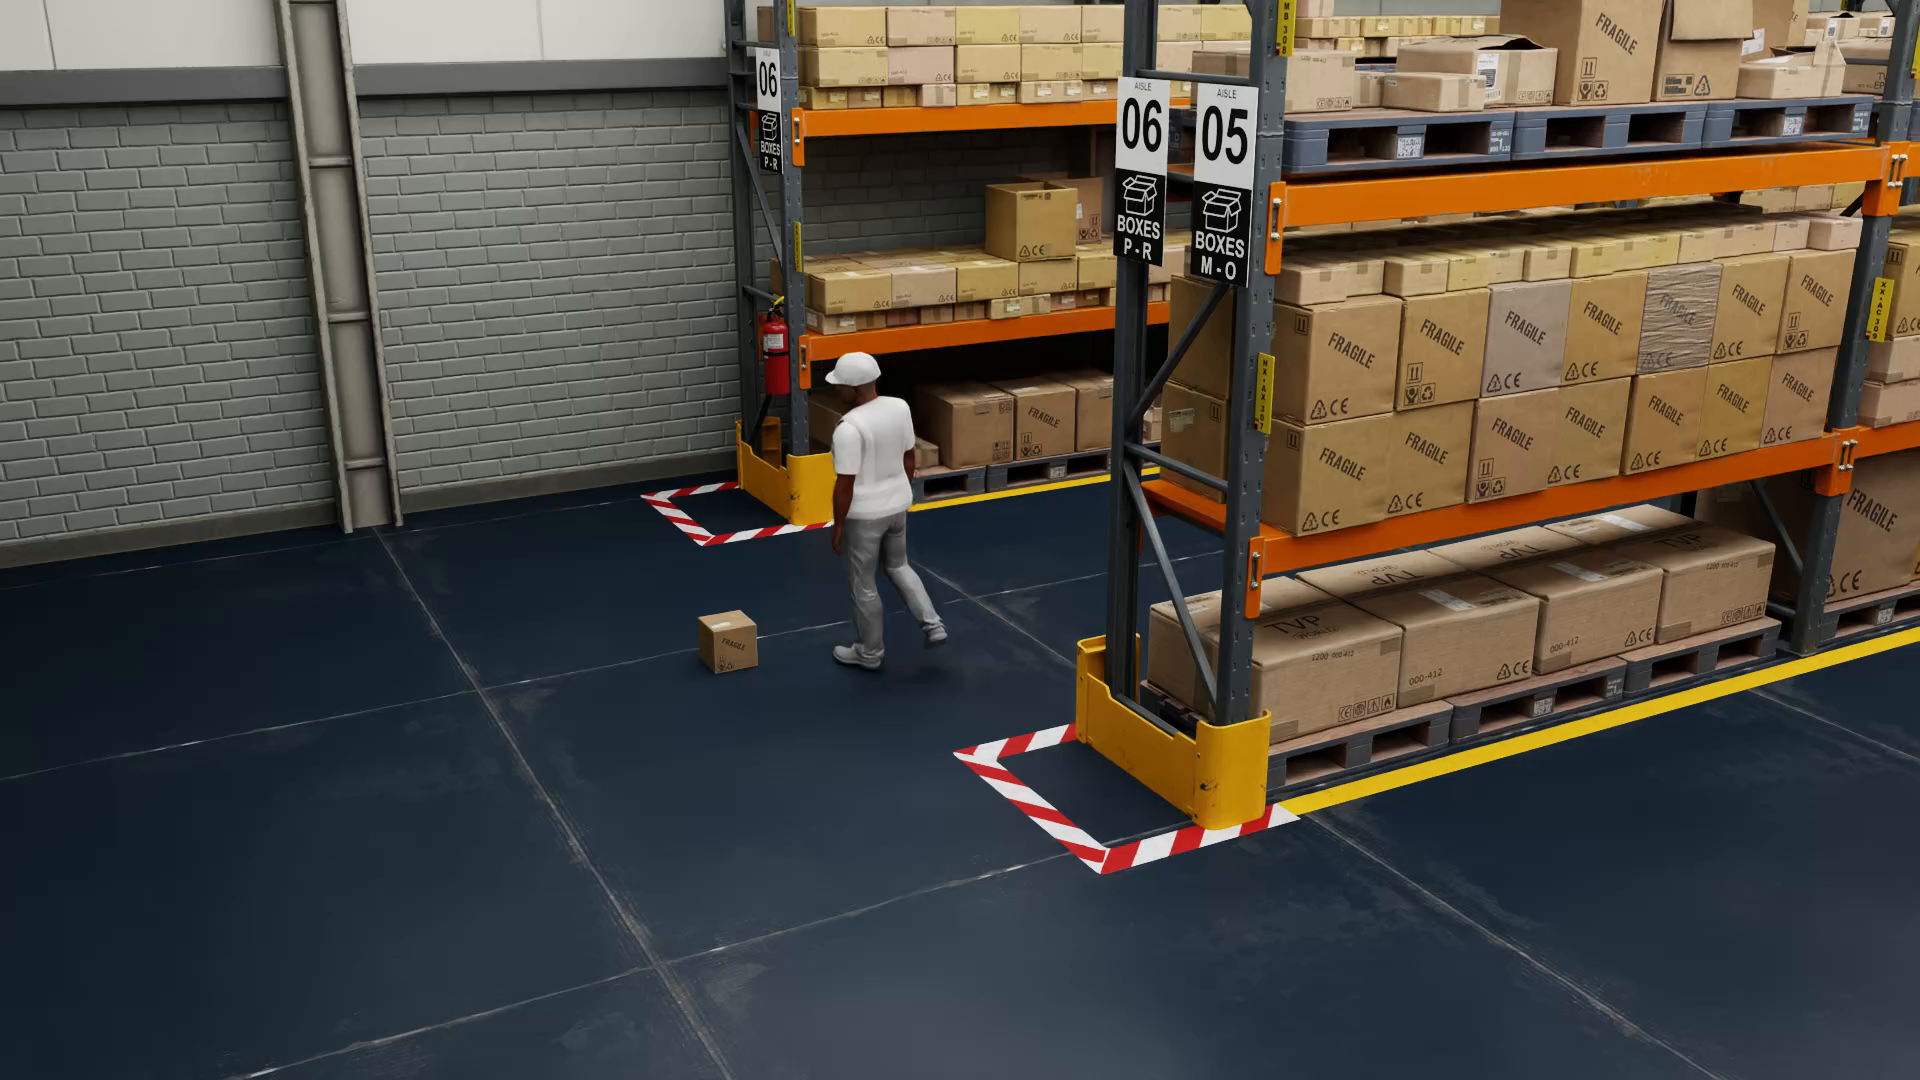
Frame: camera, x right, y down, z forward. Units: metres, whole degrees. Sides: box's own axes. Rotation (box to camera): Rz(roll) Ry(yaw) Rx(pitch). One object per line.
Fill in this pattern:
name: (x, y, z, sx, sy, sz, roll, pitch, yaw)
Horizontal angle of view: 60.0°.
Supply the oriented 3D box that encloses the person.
person: (-0.408, -0.137, 8.887, 0.654, 1.766, 0.599, 15, 24, 38)
